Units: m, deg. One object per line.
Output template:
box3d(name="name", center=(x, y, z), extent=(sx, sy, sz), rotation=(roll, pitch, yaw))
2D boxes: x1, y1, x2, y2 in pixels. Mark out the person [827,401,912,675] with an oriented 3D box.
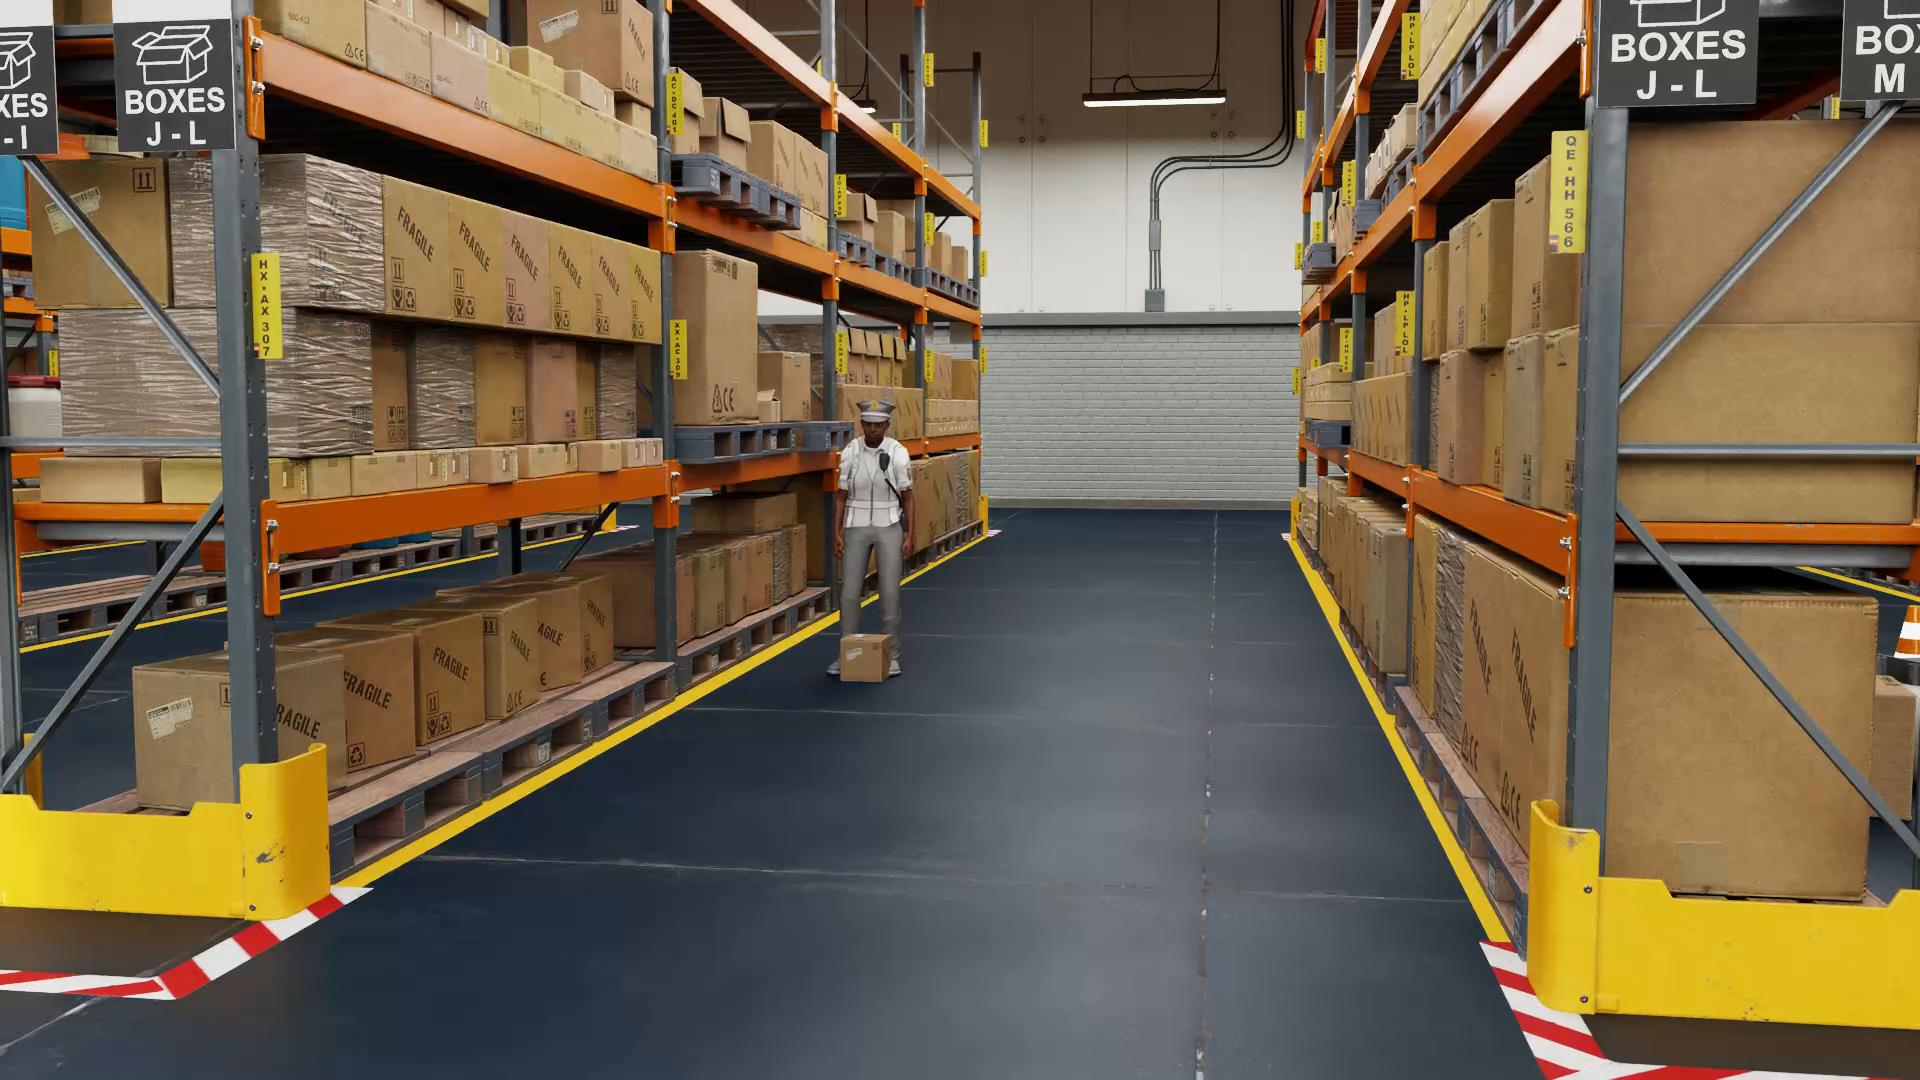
box3d(name="person", center=(-0.549, -0.013, 10.075), extent=(0.509, 1.657, 0.316), rotation=(0, 5, 6))
